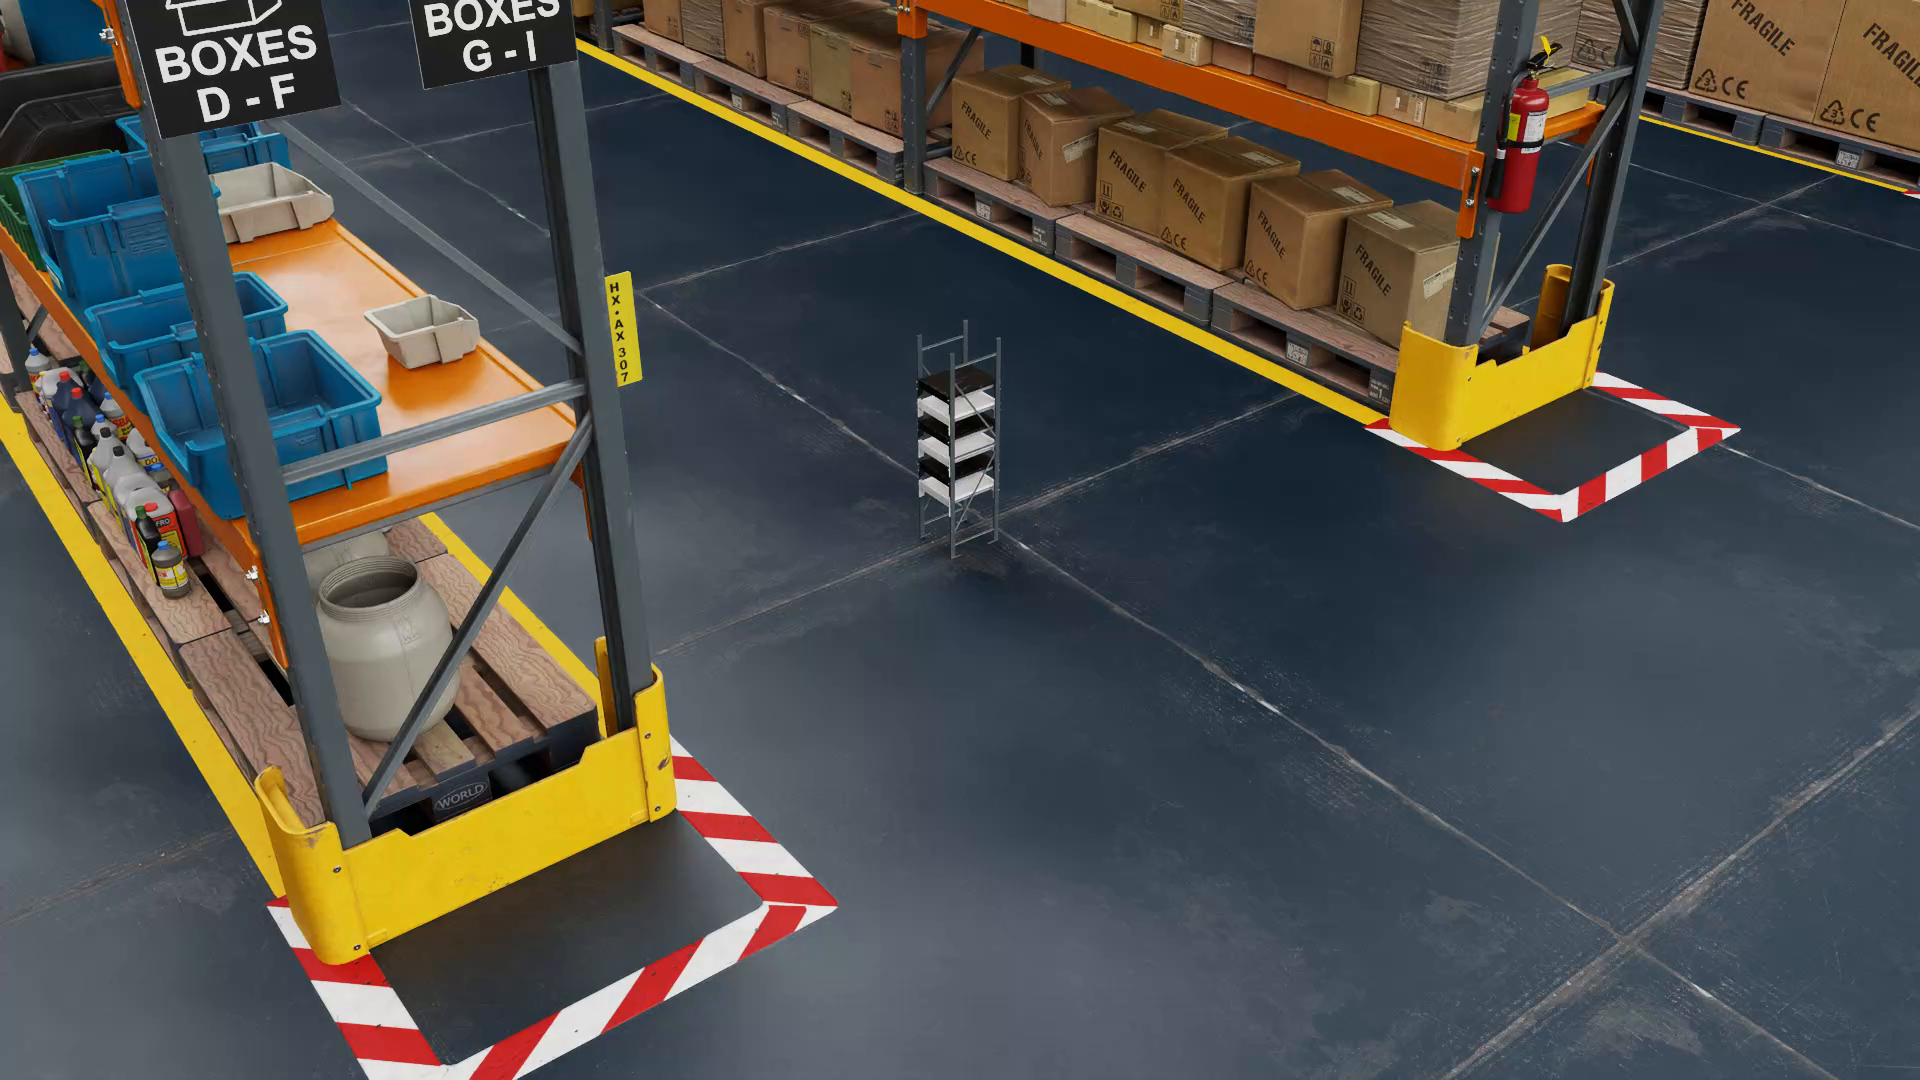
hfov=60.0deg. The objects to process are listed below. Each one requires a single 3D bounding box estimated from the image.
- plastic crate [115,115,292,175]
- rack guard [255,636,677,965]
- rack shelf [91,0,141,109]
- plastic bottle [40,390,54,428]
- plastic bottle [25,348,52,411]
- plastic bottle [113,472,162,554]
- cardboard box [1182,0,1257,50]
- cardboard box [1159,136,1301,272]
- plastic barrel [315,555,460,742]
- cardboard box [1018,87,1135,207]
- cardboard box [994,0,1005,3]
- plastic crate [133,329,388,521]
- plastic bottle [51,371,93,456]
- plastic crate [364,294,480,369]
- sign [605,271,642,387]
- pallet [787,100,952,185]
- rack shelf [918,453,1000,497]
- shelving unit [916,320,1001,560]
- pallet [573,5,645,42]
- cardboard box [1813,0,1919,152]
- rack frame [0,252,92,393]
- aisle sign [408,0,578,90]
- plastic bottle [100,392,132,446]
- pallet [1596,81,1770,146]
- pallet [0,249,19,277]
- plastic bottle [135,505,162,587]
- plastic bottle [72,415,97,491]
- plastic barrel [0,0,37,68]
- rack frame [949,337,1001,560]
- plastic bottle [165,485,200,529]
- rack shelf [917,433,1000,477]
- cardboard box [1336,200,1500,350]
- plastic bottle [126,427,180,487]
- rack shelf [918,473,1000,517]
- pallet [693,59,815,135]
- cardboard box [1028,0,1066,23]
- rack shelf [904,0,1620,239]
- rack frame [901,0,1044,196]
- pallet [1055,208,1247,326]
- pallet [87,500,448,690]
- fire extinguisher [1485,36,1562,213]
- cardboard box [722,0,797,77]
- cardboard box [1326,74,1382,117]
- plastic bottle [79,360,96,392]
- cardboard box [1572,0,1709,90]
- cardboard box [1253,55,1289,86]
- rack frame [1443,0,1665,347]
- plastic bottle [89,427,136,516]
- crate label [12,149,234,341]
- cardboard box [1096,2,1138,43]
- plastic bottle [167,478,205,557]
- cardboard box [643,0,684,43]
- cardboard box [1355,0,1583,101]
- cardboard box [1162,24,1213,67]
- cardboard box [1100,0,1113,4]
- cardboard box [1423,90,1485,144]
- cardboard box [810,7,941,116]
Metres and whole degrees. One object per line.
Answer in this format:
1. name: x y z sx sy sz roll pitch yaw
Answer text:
1. plastic crate: -2.932 -1.512 6.482 0.499 0.251 0.616 -22 38 -31
2. rack guard: -1.456 0.764 5.046 1.175 0.500 0.348 -22 38 -31
3. rack shelf: -2.599 -2.084 5.101 1.077 0.370 4.000 -22 38 -31
4. plastic bottle: -3.851 -0.587 7.088 0.097 0.201 0.097 0 32 0
5. plastic bottle: -3.976 -0.702 7.206 0.097 0.271 0.097 0 32 0
6. plastic bottle: -3.063 -0.107 6.243 0.152 0.276 0.135 -23 39 -33
7. cardboard box: 1.551 -2.683 7.850 0.875 0.500 0.500 -22 38 -31
8. cardboard box: 1.408 -1.771 8.730 0.500 0.500 0.500 -19 36 -27
9. plastic barrel: -1.836 0.347 5.307 0.421 0.512 0.421 0 32 0
10. cardboard box: 0.658 -2.252 9.503 0.500 0.500 0.500 -11 33 -16
11. cardboard box: 0.300 -3.054 9.062 0.380 0.149 0.250 -22 38 -31
12. plastic crate: -1.915 -0.330 4.579 0.499 0.251 0.616 -22 38 -31
13. plastic bottle: -3.658 -0.539 6.869 0.144 0.351 0.185 -21 38 -30
14. plastic crate: -1.667 -0.646 5.198 0.298 0.136 0.250 -22 38 -31
15. sign: -0.935 -0.575 4.571 0.100 0.325 0.005 -22 38 -31
16. pallet: -0.391 -2.690 10.882 1.003 0.211 1.213 -22 38 -31
17. rack shelf: -0.005 -0.281 6.583 0.258 0.077 0.200 -22 38 -31
18. shelving unit: -0.005 -0.386 6.518 0.258 0.900 0.210 -22 38 -31
19. pallet: -2.789 -4.386 13.612 1.003 0.211 1.213 -22 38 -31
20. cardboard box: 6.052 -2.984 10.326 0.875 0.875 0.875 -22 38 -31
21. rack frame: -3.825 -1.948 7.044 1.000 3.000 0.127 -22 38 -31
22. aisle sign: -1.097 -1.451 3.779 0.394 0.787 0.004 -22 38 -31
23. plastic bottle: -3.474 -0.484 6.856 0.097 0.271 0.097 0 32 0
24. pallet: 5.224 -3.078 11.506 1.003 0.211 1.213 -22 38 -31
25. pallet: -5.090 -1.587 9.106 1.003 0.211 1.213 -22 38 -31
26. plastic bottle: -2.931 0.019 6.034 0.061 0.283 0.133 -21 38 -30
27. plastic bottle: -3.474 -0.350 6.628 0.061 0.283 0.133 -20 37 -29
28. plastic barrel: -4.238 -2.476 7.765 0.433 0.535 0.433 0 32 0
29. rack frame: 0.057 -0.343 6.450 0.240 0.900 0.006 -22 38 -31
30. plastic bottle: -2.976 -0.123 6.340 0.097 0.201 0.097 0 32 0
31. rack shelf: -0.005 -0.357 6.536 0.258 0.077 0.200 -22 38 -31
32. cardboard box: 2.171 -1.266 7.917 0.500 0.500 0.500 -15 35 -23
33. plastic bottle: -3.180 -0.310 6.571 0.152 0.276 0.135 -22 38 -31
34. rack shelf: -0.005 -0.204 6.631 0.258 0.077 0.200 -22 38 -31
35. pallet: -1.143 -3.199 11.701 1.003 0.211 1.213 -22 38 -31
36. cardboard box: 0.581 -2.835 8.710 0.380 0.149 0.250 -22 38 -31
37. rack shelf: 1.314 -2.412 8.472 1.077 0.370 4.000 -22 38 -31
38. rack frame: 0.087 -3.551 9.624 1.000 3.000 0.127 -22 38 -31
39. pallet: 1.279 -1.589 9.109 1.003 0.211 1.213 -22 38 -31
40. pallet: -2.694 0.038 6.488 1.003 0.211 1.213 -22 38 -31
41. fire extinguisher: 2.246 -1.654 6.644 0.296 0.674 0.183 -22 38 -31
42. cardboard box: -1.235 -3.609 11.670 0.700 0.500 0.500 -19 37 -28
43. cardboard box: 1.856 -2.021 7.399 0.380 0.149 0.250 -22 38 -31
44. plastic bottle: -3.672 -0.616 7.056 0.061 0.283 0.133 -22 38 -31
45. cardboard box: 4.954 -3.730 11.529 0.875 0.875 0.875 -22 38 -31
46. cardboard box: 1.594 -2.248 7.764 0.380 0.149 0.250 -22 38 -31
47. rack frame: 2.540 -1.884 6.940 1.000 3.000 0.127 -22 38 -31
48. plastic bottle: -3.281 -0.284 6.457 0.144 0.351 0.185 -23 38 -32
49. crate label: -2.714 -0.976 5.445 0.502 0.435 0.616 -22 38 -31
50. cardboard box: 0.912 -2.636 8.390 0.380 0.149 0.250 -22 38 -31
51. plastic bottle: -2.894 -0.087 6.204 0.061 0.283 0.133 -22 38 -31
52. cardboard box: -1.939 -4.070 12.413 0.700 0.500 0.500 -25 39 -34
53. cardboard box: 2.225 -2.291 7.219 0.875 0.500 0.500 -22 38 -31
54. cardboard box: 1.200 -2.420 8.042 0.380 0.149 0.250 -22 38 -31
55. cardboard box: 0.979 -3.117 8.548 0.875 0.500 0.500 -22 38 -31
56. cardboard box: 2.202 -1.829 7.090 0.380 0.149 0.250 -22 38 -31
57. cardboard box: -0.550 -3.144 10.921 0.700 0.500 0.500 -23 38 -32
